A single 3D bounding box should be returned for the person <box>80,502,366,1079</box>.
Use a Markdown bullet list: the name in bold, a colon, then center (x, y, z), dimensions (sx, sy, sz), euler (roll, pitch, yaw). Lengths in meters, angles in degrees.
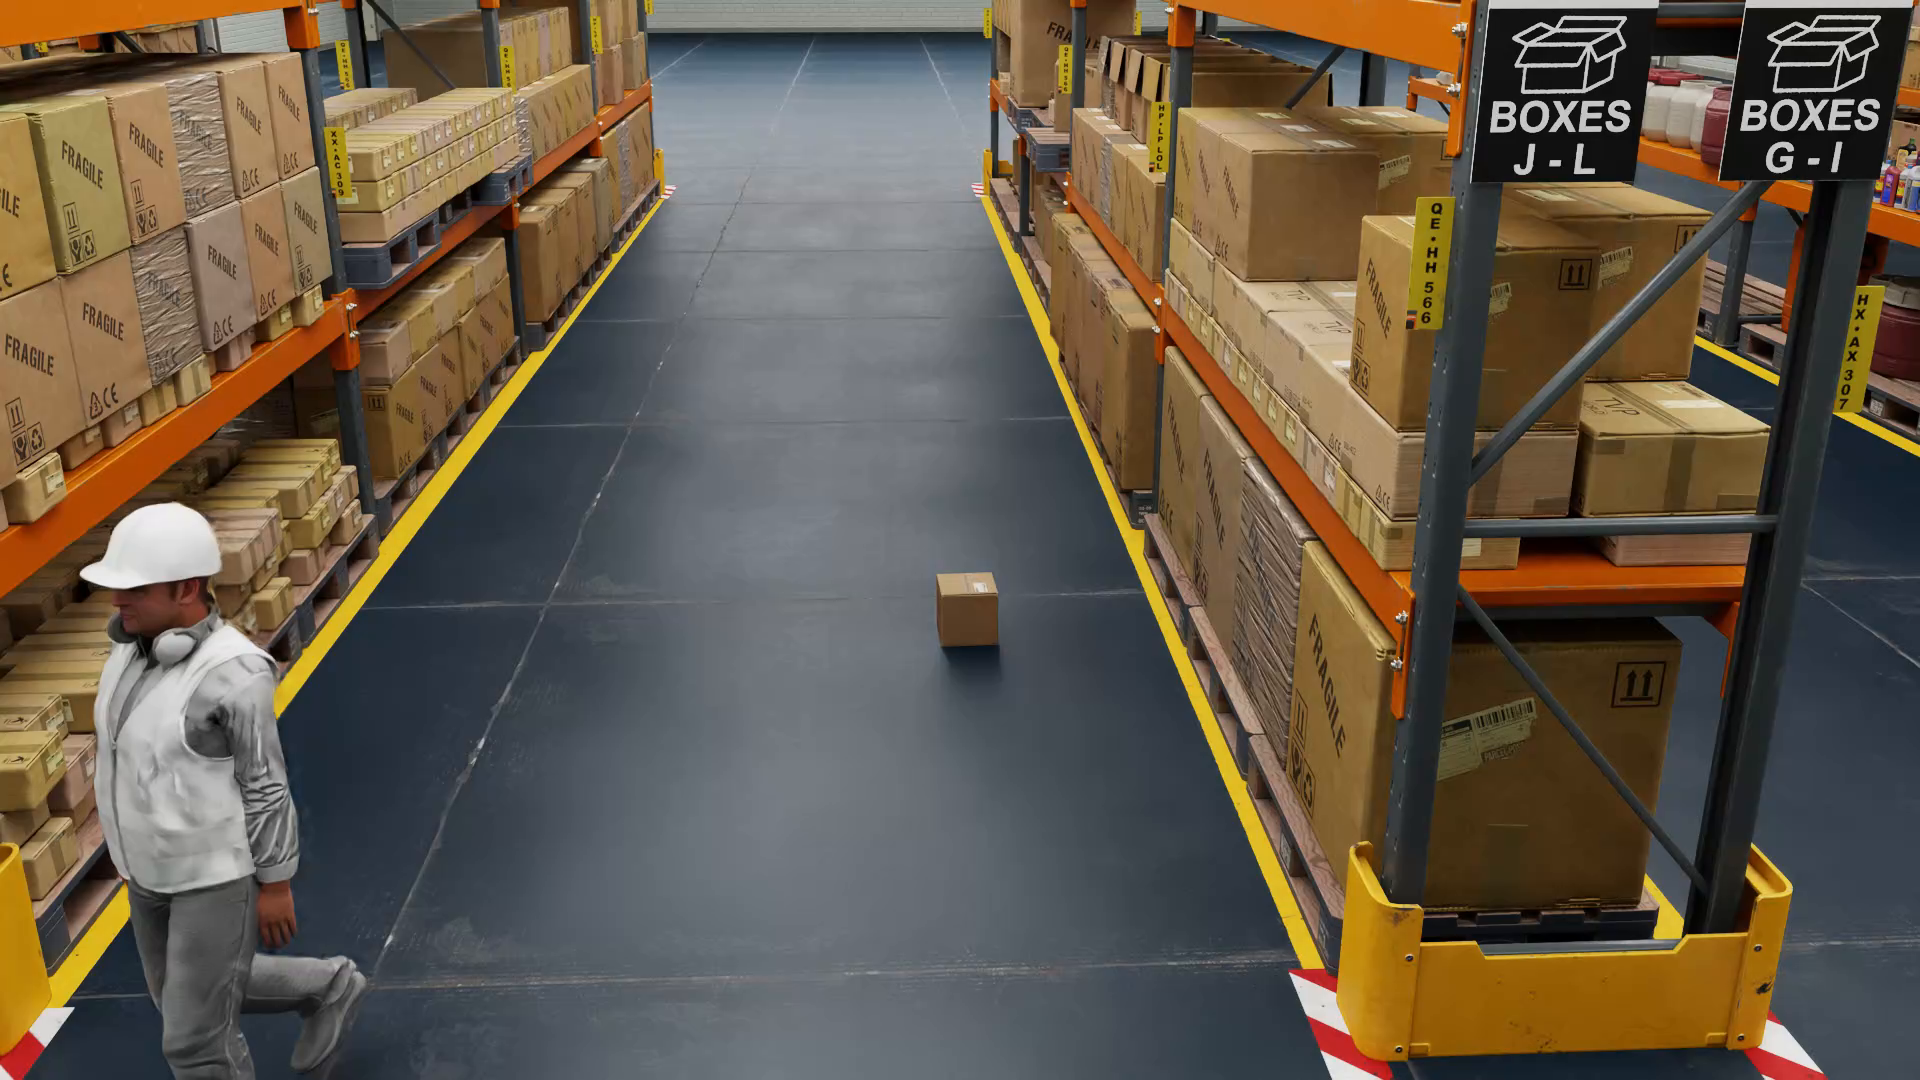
- **person**: center (-1.803, 0.740, 4.021), dimensions (0.562, 1.757, 0.783), euler (14, 25, 33)
